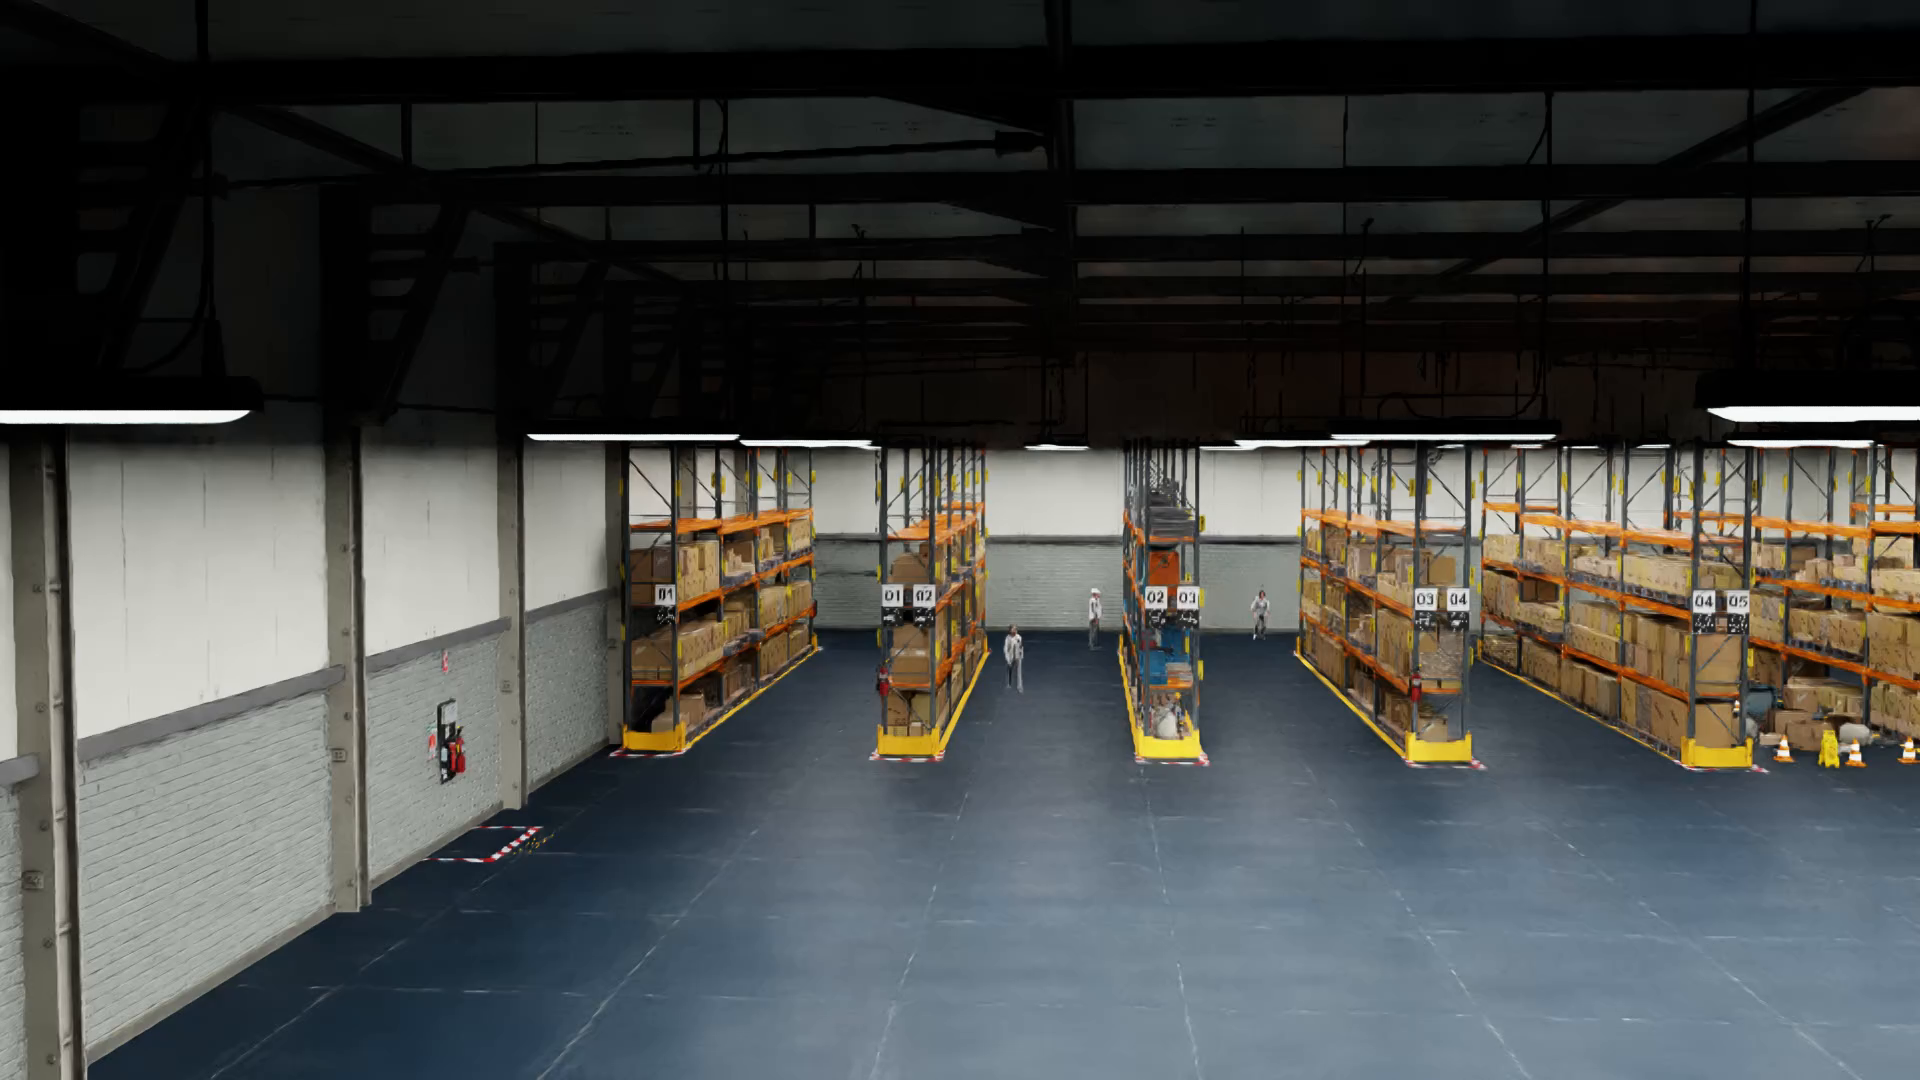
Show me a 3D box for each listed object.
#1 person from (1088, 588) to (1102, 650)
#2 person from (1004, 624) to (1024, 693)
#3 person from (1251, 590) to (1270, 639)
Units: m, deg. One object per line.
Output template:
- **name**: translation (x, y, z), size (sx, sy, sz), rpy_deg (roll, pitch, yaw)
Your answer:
- **person**: translation (3.896, 2.261, 47.915), size (0.400, 1.774, 0.587), rpy_deg (0, 3, 7)
- **person**: translation (1.267, 2.785, 39.444), size (0.483, 1.621, 0.995), rpy_deg (0, 3, -4)
- **person**: translation (9.133, 2.260, 50.513), size (0.566, 1.541, 0.519), rpy_deg (0, 3, 2)
